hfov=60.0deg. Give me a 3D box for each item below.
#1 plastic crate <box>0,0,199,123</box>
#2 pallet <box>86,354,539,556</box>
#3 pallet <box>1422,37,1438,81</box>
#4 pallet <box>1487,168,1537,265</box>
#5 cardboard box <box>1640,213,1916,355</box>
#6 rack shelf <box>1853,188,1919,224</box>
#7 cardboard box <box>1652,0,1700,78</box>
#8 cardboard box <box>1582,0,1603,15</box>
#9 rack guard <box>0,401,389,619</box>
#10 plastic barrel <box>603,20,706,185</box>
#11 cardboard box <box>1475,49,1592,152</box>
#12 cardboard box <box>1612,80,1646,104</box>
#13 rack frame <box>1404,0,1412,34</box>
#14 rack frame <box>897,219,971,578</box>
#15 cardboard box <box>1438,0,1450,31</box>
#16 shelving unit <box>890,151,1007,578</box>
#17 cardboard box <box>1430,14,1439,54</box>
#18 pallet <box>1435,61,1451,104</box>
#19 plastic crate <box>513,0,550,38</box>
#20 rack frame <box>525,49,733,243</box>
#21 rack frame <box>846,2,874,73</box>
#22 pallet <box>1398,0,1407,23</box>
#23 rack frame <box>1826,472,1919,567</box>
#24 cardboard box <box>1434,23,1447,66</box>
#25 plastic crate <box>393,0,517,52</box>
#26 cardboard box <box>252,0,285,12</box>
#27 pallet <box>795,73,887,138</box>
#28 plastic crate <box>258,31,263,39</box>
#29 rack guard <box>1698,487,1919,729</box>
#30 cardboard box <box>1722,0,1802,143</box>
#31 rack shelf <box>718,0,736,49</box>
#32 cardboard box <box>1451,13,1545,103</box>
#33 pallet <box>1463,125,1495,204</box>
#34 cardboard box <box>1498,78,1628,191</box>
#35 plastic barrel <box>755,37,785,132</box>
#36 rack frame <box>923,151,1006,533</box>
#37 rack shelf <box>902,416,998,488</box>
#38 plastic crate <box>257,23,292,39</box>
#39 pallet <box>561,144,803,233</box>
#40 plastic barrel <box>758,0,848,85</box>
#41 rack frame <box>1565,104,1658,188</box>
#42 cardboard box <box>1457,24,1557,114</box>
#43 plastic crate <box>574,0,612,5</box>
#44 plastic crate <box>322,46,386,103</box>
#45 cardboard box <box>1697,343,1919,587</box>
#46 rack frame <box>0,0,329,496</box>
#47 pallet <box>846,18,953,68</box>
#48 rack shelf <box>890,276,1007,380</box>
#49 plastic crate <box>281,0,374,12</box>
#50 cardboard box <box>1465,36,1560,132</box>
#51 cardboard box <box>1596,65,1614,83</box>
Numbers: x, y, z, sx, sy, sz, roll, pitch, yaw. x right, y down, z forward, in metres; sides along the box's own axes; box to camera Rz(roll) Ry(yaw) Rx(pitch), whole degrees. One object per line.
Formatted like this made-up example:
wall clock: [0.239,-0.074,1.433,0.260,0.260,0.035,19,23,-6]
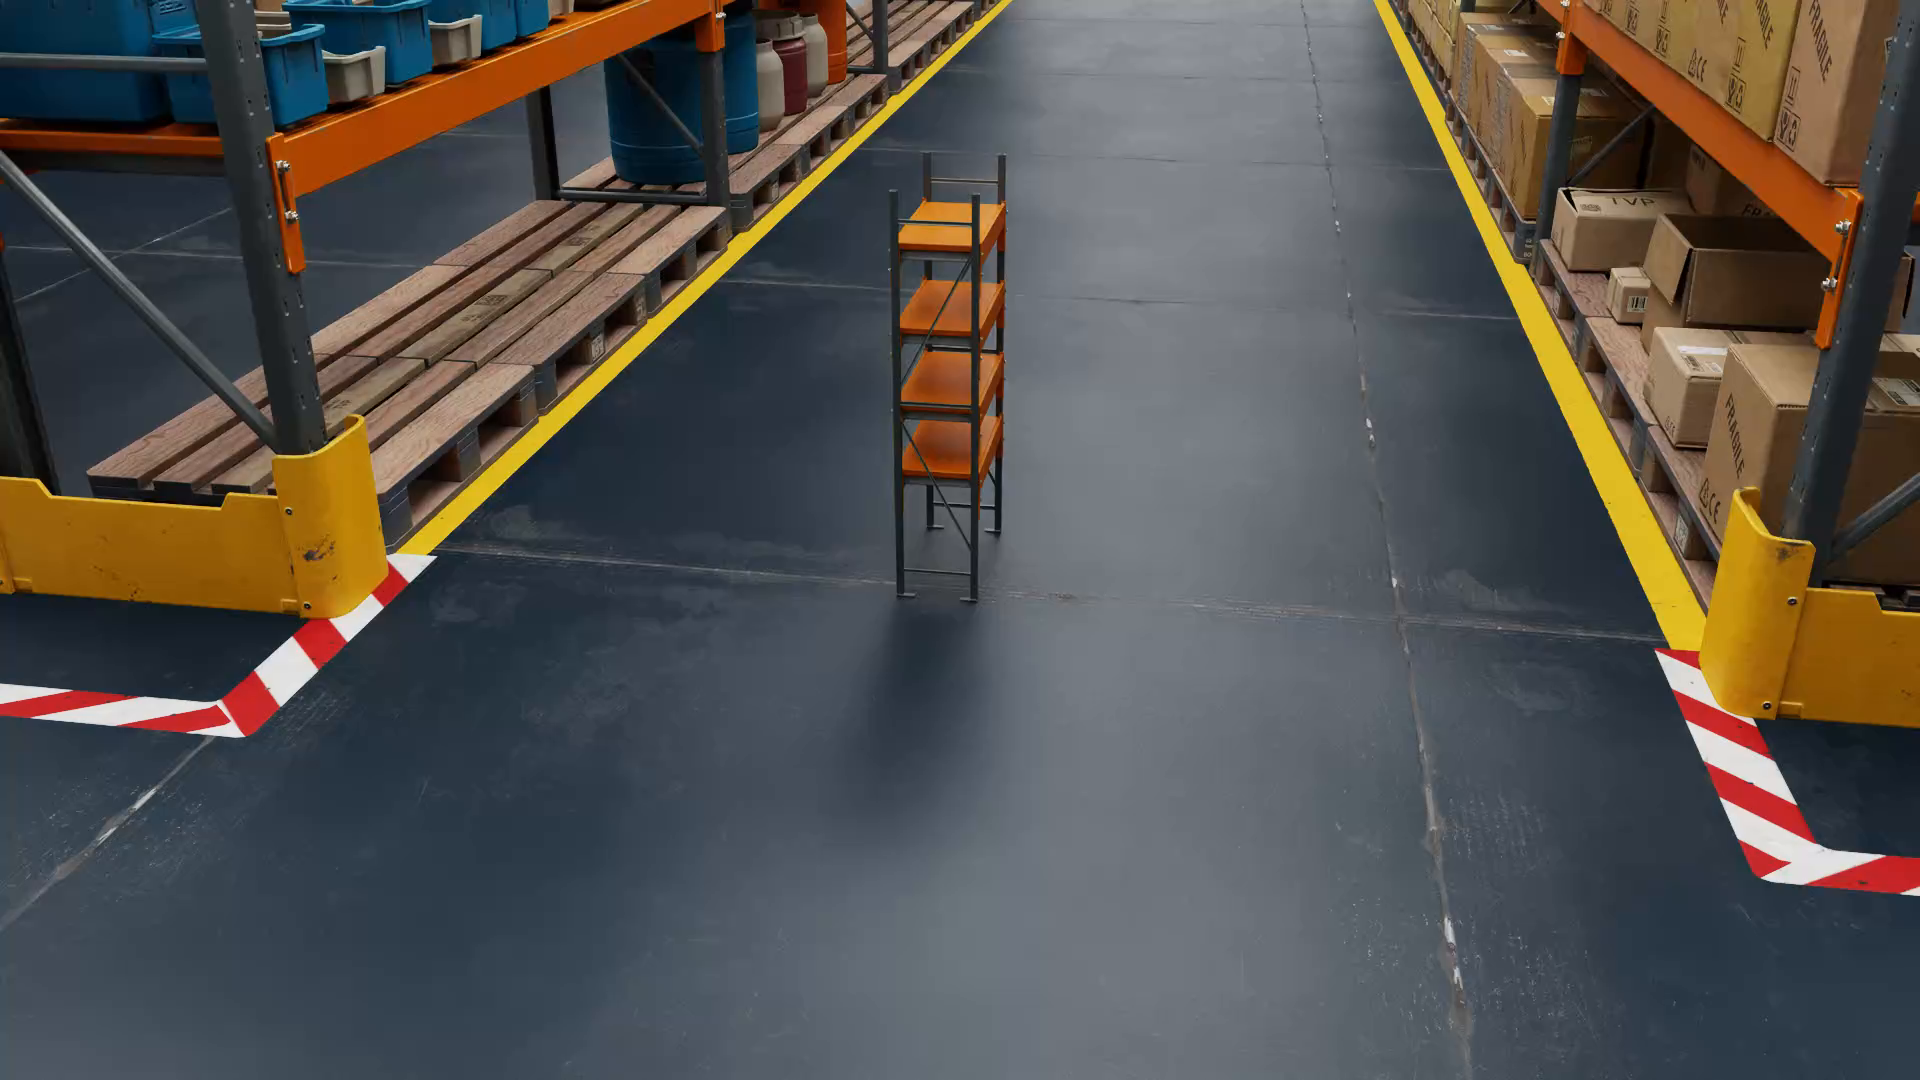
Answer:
plastic crate: [-2.457,-1.446,4.689,0.616,0.435,0.499,4,25,9]
pallet: [-2.154,-0.329,5.705,1.003,0.211,1.213,4,25,9]
pallet: [4.241,-3.839,13.202,1.003,0.211,1.213,4,25,9]
pallet: [3.308,-1.658,8.544,1.003,0.211,1.213,4,25,9]
cardboard box: [2.911,-0.861,5.977,0.797,0.503,0.637,4,25,9]
rack shelf: [2.886,-1.537,5.529,0.919,0.052,3.809,4,25,9]
cardboard box: [2.614,-1.793,5.425,0.500,0.500,0.500,4,25,8]
cardboard box: [2.860,-2.429,6.784,0.500,0.500,0.500,5,25,10]
rack guard: [-2.318,-0.107,4.889,1.175,0.500,0.348,4,25,9]
plastic barrel: [-1.568,-2.389,8.796,0.600,0.901,0.708,4,25,9]
cardboard box: [3.263,-2.500,9.483,0.500,0.500,0.500,3,25,7]
cardboard box: [3.608,-2.055,8.531,0.500,0.500,0.500,4,25,9]
rack frame: [4.520,-5.924,14.368,1.000,3.000,0.127,4,25,9]
rack frame: [-0.068,-0.372,4.630,0.228,1.046,0.006,4,25,9]
cardboard box: [3.787,-3.904,12.139,0.500,0.311,0.500,4,25,8]
shelving unit: [-0.027,-0.475,4.850,0.258,1.200,0.499,4,25,9]
cardboard box: [3.877,-3.859,12.704,0.500,0.250,0.500,5,25,10]
pallet: [1.155,-3.956,10.150,6.198,3.011,5.144,4,25,9]
plastic crate: [-1.698,-1.958,6.022,0.416,0.233,0.300,4,25,9]
rack frame: [-1.674,-2.923,7.957,1.000,3.000,0.127,4,25,9]
rack frame: [-1.023,-4.596,11.531,0.949,2.616,0.053,4,25,9]
pallet: [4.691,-4.991,15.664,1.003,0.211,1.213,4,25,9]
rack frame: [2.562,-0.905,3.645,0.949,2.616,0.053,4,25,9]
cardboard box: [3.792,-3.649,12.255,0.500,0.250,0.500,4,25,8]
plastic crate: [-1.747,-1.833,5.754,0.416,0.233,0.300,4,25,9]
cardboard box: [-5.817,-4.288,13.302,0.700,0.500,0.500,3,25,6]
pallet: [-1.108,-3.000,11.411,1.003,0.211,1.213,4,25,9]
plastic crate: [-2.373,-1.511,5.181,0.396,0.136,0.243,4,25,9]
rack guard: [2.571,0.195,4.244,1.175,0.500,0.348,4,25,9]
cardboard box: [2.445,-1.374,4.529,0.500,0.500,0.500,4,25,9]
rack shelf: [-1.347,-3.434,9.896,1.077,0.370,4.000,4,25,9]
cardboard box: [3.510,-3.148,10.866,0.500,0.500,0.500,5,26,11]
pallet: [3.505,-2.170,9.637,1.003,0.211,1.213,4,25,9]
cardboard box: [3.099,-2.078,8.581,0.500,0.500,0.500,4,25,9]
plastic barrel: [-1.272,-2.739,10.003,0.421,0.512,0.421,0,25,0]
rack frame: [0.013,-0.576,5.066,0.240,1.200,0.015,4,25,9]
rack shelf: [-0.027,-0.269,4.944,0.221,0.050,0.457,4,25,9]
plastic crate: [-2.311,-1.632,5.438,0.396,0.136,0.243,4,25,9]
pallet: [-1.506,-1.980,9.231,1.003,0.211,1.213,4,25,9]
plastic barrel: [-1.083,-3.598,11.462,0.600,0.830,0.708,4,25,9]
rack frame: [3.216,-2.578,7.220,0.949,2.616,0.053,4,25,9]
cardboard box: [3.430,-2.928,10.398,0.500,0.500,0.500,3,25,7]
plastic crate: [-1.592,-2.339,6.962,0.437,0.125,0.590,4,25,9]
plastic crate: [-1.828,-1.367,4.872,0.250,0.136,0.298,4,25,9]
cardboard box: [2.405,-0.217,4.605,0.500,0.500,0.500,4,25,9]
rack frame: [-2.327,-1.250,4.382,1.000,3.000,0.127,4,25,9]
pallet: [-0.653,-4.163,13.895,1.003,0.211,1.213,4,25,9]
rack shelf: [-0.027,-0.616,4.781,0.258,0.148,0.480,4,25,9]
plastic crate: [-2.260,-1.875,5.958,0.298,0.136,0.250,4,25,9]
cardboard box: [3.829,-3.251,11.026,1.136,0.551,3.017,3,25,7]
cardboard box: [3.697,-2.263,8.976,0.500,0.500,0.500,4,25,9]
